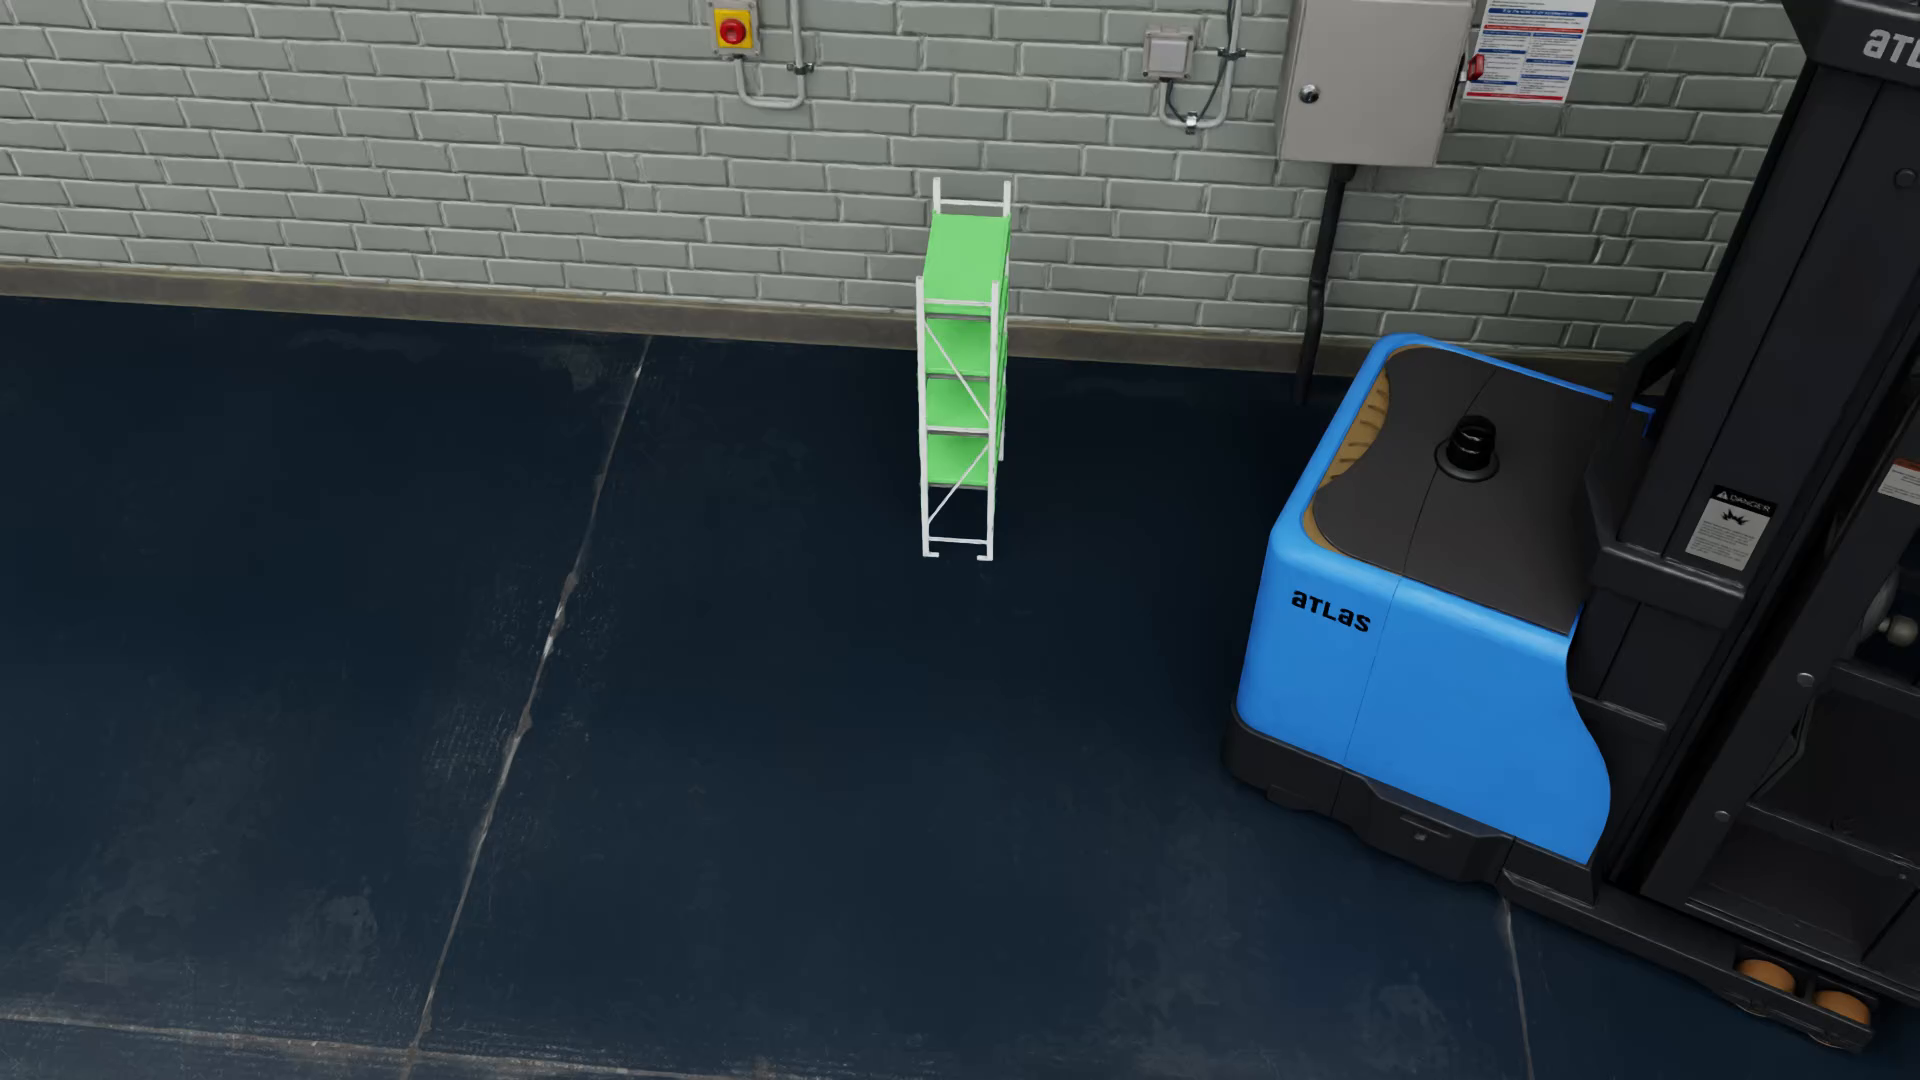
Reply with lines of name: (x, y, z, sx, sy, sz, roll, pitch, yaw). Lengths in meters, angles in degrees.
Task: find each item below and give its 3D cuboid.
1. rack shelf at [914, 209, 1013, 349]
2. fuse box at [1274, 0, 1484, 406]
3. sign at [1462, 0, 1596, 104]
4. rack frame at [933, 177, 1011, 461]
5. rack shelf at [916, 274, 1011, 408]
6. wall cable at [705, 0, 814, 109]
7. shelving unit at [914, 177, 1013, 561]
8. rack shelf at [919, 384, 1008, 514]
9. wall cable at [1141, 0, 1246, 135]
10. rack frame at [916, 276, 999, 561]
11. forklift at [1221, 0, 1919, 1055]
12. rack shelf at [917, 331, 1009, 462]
rack shelf: (0.015, -0.807, 5.111, 0.258, 0.148, 0.480, 4, 48, 4)
fuse box: (1.294, -1.078, 5.576, 0.539, 1.711, 0.414, 4, 48, 4)
sign: (1.805, -1.599, 5.244, 0.329, 0.494, 0.001, 4, 48, 4)
rack frame: (0.037, -0.706, 5.583, 0.240, 1.200, 0.015, 4, 48, 4)
rack shelf: (0.015, -0.645, 5.289, 0.258, 0.148, 0.480, 4, 48, 4)
wall cable: (-0.784, -2.114, 4.941, 0.585, 1.953, 0.123, 4, 48, 4)
shelving unit: (0.015, -0.527, 5.419, 0.258, 1.200, 0.503, 4, 48, 4)
rack shelf: (0.015, -0.321, 5.643, 0.258, 0.148, 0.480, 4, 48, 4)
wall cable: (0.629, -2.017, 4.873, 0.588, 1.984, 0.122, 4, 48, 4)
rack frame: (-0.007, -0.347, 5.255, 0.240, 1.200, 0.015, 4, 48, 4)
forklift: (2.341, -0.072, 3.829, 3.031, 2.935, 1.130, 21, 51, 18)
rack shelf: (0.015, -0.483, 5.466, 0.258, 0.148, 0.480, 4, 48, 4)
